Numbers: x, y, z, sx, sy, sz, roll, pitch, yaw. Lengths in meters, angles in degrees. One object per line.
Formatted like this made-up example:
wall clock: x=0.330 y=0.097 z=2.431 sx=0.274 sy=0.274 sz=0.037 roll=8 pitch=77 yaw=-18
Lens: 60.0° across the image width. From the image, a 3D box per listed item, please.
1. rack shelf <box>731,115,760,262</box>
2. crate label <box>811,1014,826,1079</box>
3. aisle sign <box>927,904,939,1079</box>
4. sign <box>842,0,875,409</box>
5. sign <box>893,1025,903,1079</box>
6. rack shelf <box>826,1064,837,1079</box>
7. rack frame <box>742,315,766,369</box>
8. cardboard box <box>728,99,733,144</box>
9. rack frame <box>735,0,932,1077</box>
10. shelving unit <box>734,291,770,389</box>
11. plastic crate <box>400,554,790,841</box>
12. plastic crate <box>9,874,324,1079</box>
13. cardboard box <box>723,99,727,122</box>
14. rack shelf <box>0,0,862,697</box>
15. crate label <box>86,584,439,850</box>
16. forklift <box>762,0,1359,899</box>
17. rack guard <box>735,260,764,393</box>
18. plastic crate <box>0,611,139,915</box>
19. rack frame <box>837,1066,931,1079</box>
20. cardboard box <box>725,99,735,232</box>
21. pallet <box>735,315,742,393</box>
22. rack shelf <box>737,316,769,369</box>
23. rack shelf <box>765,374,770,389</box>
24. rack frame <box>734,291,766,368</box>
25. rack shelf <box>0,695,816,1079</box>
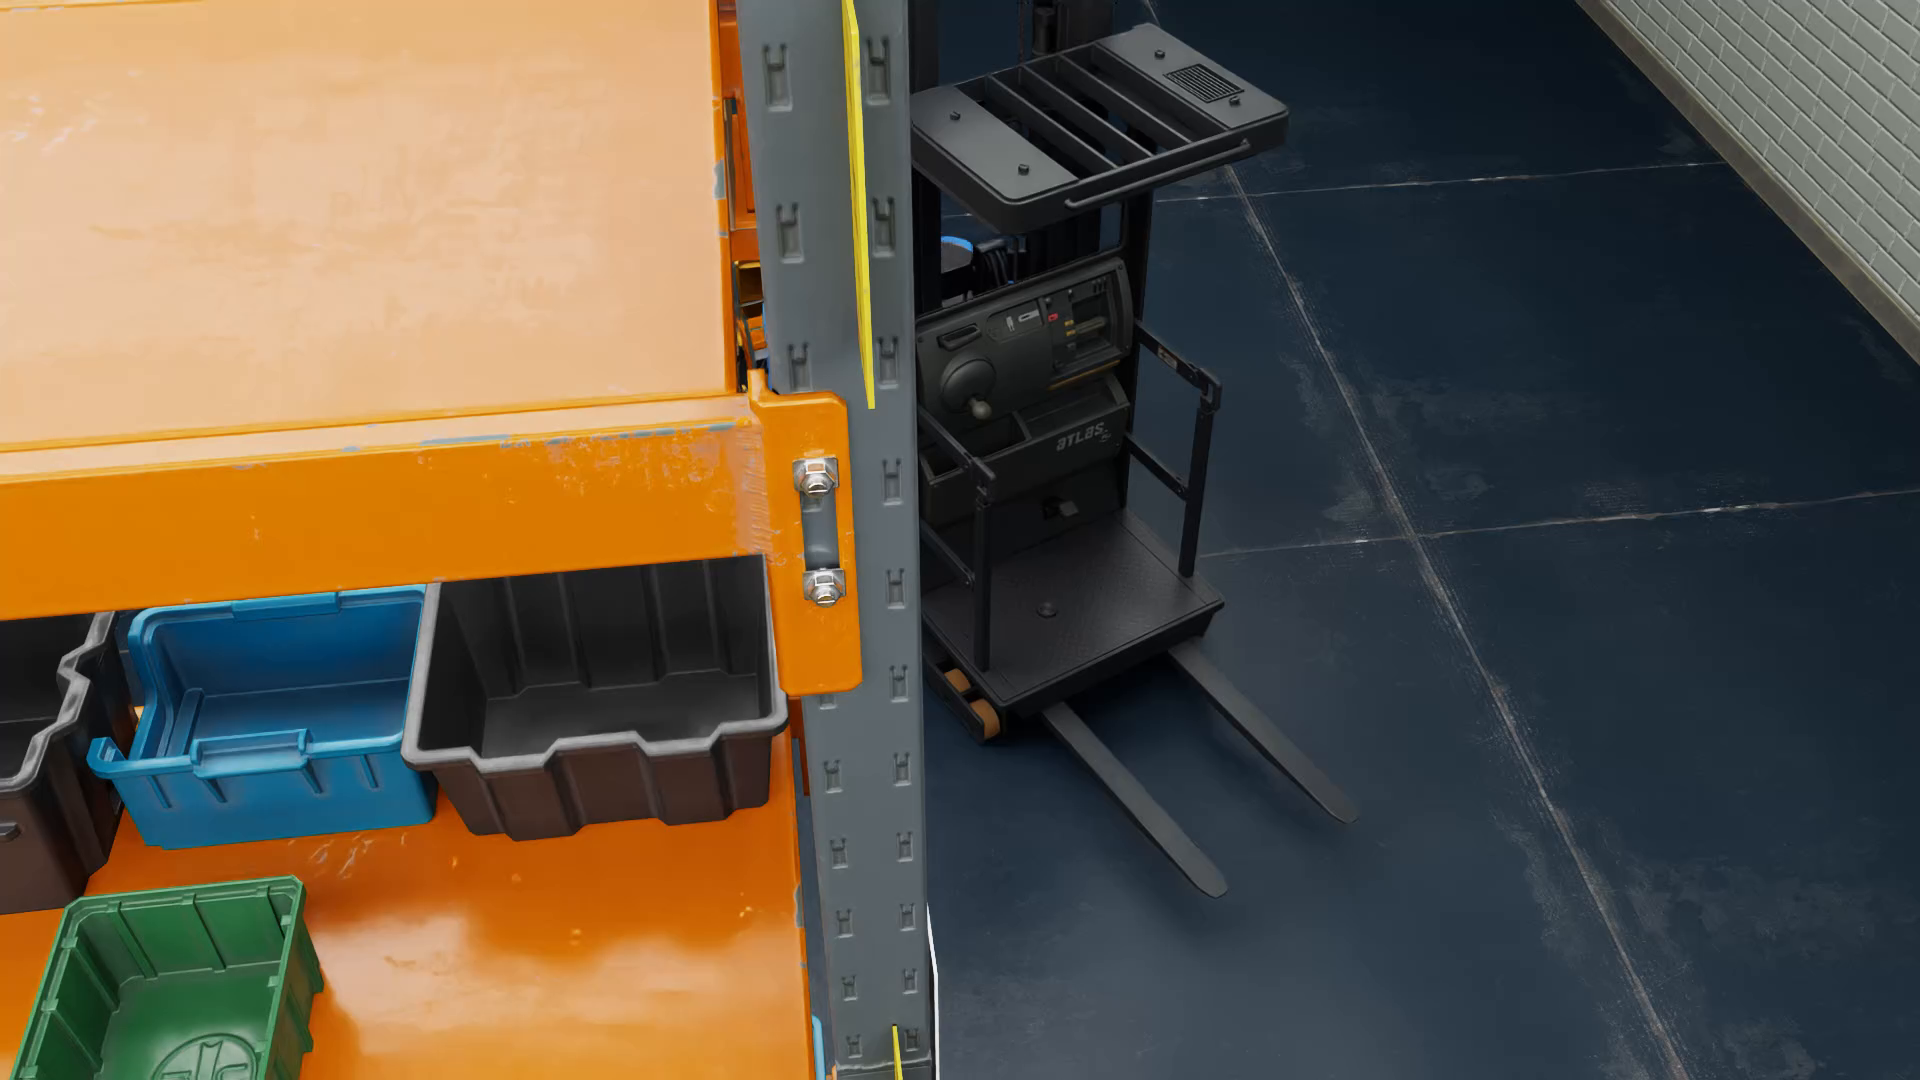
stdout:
rack shelf: x=-2.787 y=-1.363 z=7.274 sx=4.000 sy=0.370 sz=1.077 roll=-5 pitch=42 yaw=-6
crate label: x=-0.453 y=1.329 z=3.833 sx=0.303 sy=0.233 sz=0.416 roll=-5 pitch=42 yaw=-6
aisle sign: x=-0.056 y=0.709 z=2.499 sx=0.004 sy=0.787 sz=0.394 roll=-5 pitch=42 yaw=-6
sign: x=-0.078 y=-0.258 z=1.273 sx=0.005 sy=0.325 sz=0.100 roll=-5 pitch=42 yaw=-6
sign: x=-0.078 y=0.775 z=2.205 sx=0.005 sy=0.325 sz=0.100 roll=-5 pitch=42 yaw=-6
rack shelf: x=-2.148 y=1.927 z=3.626 sx=4.000 sy=0.370 sz=1.077 roll=-5 pitch=42 yaw=-6
rack frame: x=-0.756 y=-0.539 z=7.274 sx=0.200 sy=1.050 sz=0.008 roll=-15 pitch=36 yaw=-10
cardboard box: x=-1.278 y=-1.978 z=7.343 sx=0.500 sy=0.500 sz=0.500 roll=-4 pitch=42 yaw=-5
rack frame: x=-0.165 y=-0.742 z=1.569 sx=0.127 sy=3.000 sz=1.000 roll=-5 pitch=42 yaw=-6
shelving unit: x=-0.791 y=-0.604 z=7.371 sx=0.215 sy=1.050 sz=0.252 roll=-15 pitch=36 yaw=-10
plastic crate: x=-0.583 y=0.269 z=2.785 sx=0.590 sy=0.269 sz=0.497 roll=-5 pitch=42 yaw=-6
plastic crate: x=-1.106 y=0.726 z=2.339 sx=0.336 sy=0.188 sz=0.450 roll=-5 pitch=42 yaw=-6
cardboard box: x=-1.209 y=-1.991 z=6.612 sx=0.500 sy=0.500 sz=0.500 roll=-5 pitch=42 yaw=-6
rack shelf: x=-2.148 y=-0.152 z=1.751 sx=4.000 sy=0.370 sz=1.077 roll=-5 pitch=42 yaw=-6
crate label: x=-1.122 y=0.293 z=2.772 sx=0.502 sy=0.251 sz=0.408 roll=-5 pitch=42 yaw=-6
forklift: x=0.359 y=-0.658 z=6.006 sx=1.130 sy=2.935 sz=3.031 roll=-23 pitch=47 yaw=-23
rack guard: x=-0.879 y=-0.869 z=8.055 sx=0.348 sy=0.500 sz=1.175 roll=-5 pitch=42 yaw=-6
plastic crate: x=-1.716 y=0.345 z=2.649 sx=0.767 sy=0.338 sz=0.504 roll=-5 pitch=42 yaw=-6
rack frame: x=-0.165 y=1.486 z=3.578 sx=0.127 sy=3.000 sz=1.000 roll=-5 pitch=42 yaw=-6
cardboard box: x=-1.212 y=-1.621 z=6.949 sx=0.500 sy=0.500 sz=0.500 roll=-4 pitch=42 yaw=-4
pallet: x=-1.669 y=-0.692 z=8.075 sx=1.213 sy=0.211 sz=1.003 roll=-5 pitch=42 yaw=-6
rack shelf: x=-0.823 y=-0.824 z=7.213 sx=0.215 sy=0.259 sz=0.240 roll=-15 pitch=36 yaw=-10
rack shelf: x=-0.790 y=-0.595 z=7.377 sx=0.215 sy=0.259 sz=0.240 roll=-15 pitch=36 yaw=-10
rack frame: x=-0.826 y=-0.669 z=7.468 sx=0.200 sy=1.050 sz=0.008 roll=-15 pitch=36 yaw=-10
rack shelf: x=-2.148 y=0.813 z=2.622 sx=4.000 sy=0.370 sz=1.077 roll=-5 pitch=42 yaw=-6
